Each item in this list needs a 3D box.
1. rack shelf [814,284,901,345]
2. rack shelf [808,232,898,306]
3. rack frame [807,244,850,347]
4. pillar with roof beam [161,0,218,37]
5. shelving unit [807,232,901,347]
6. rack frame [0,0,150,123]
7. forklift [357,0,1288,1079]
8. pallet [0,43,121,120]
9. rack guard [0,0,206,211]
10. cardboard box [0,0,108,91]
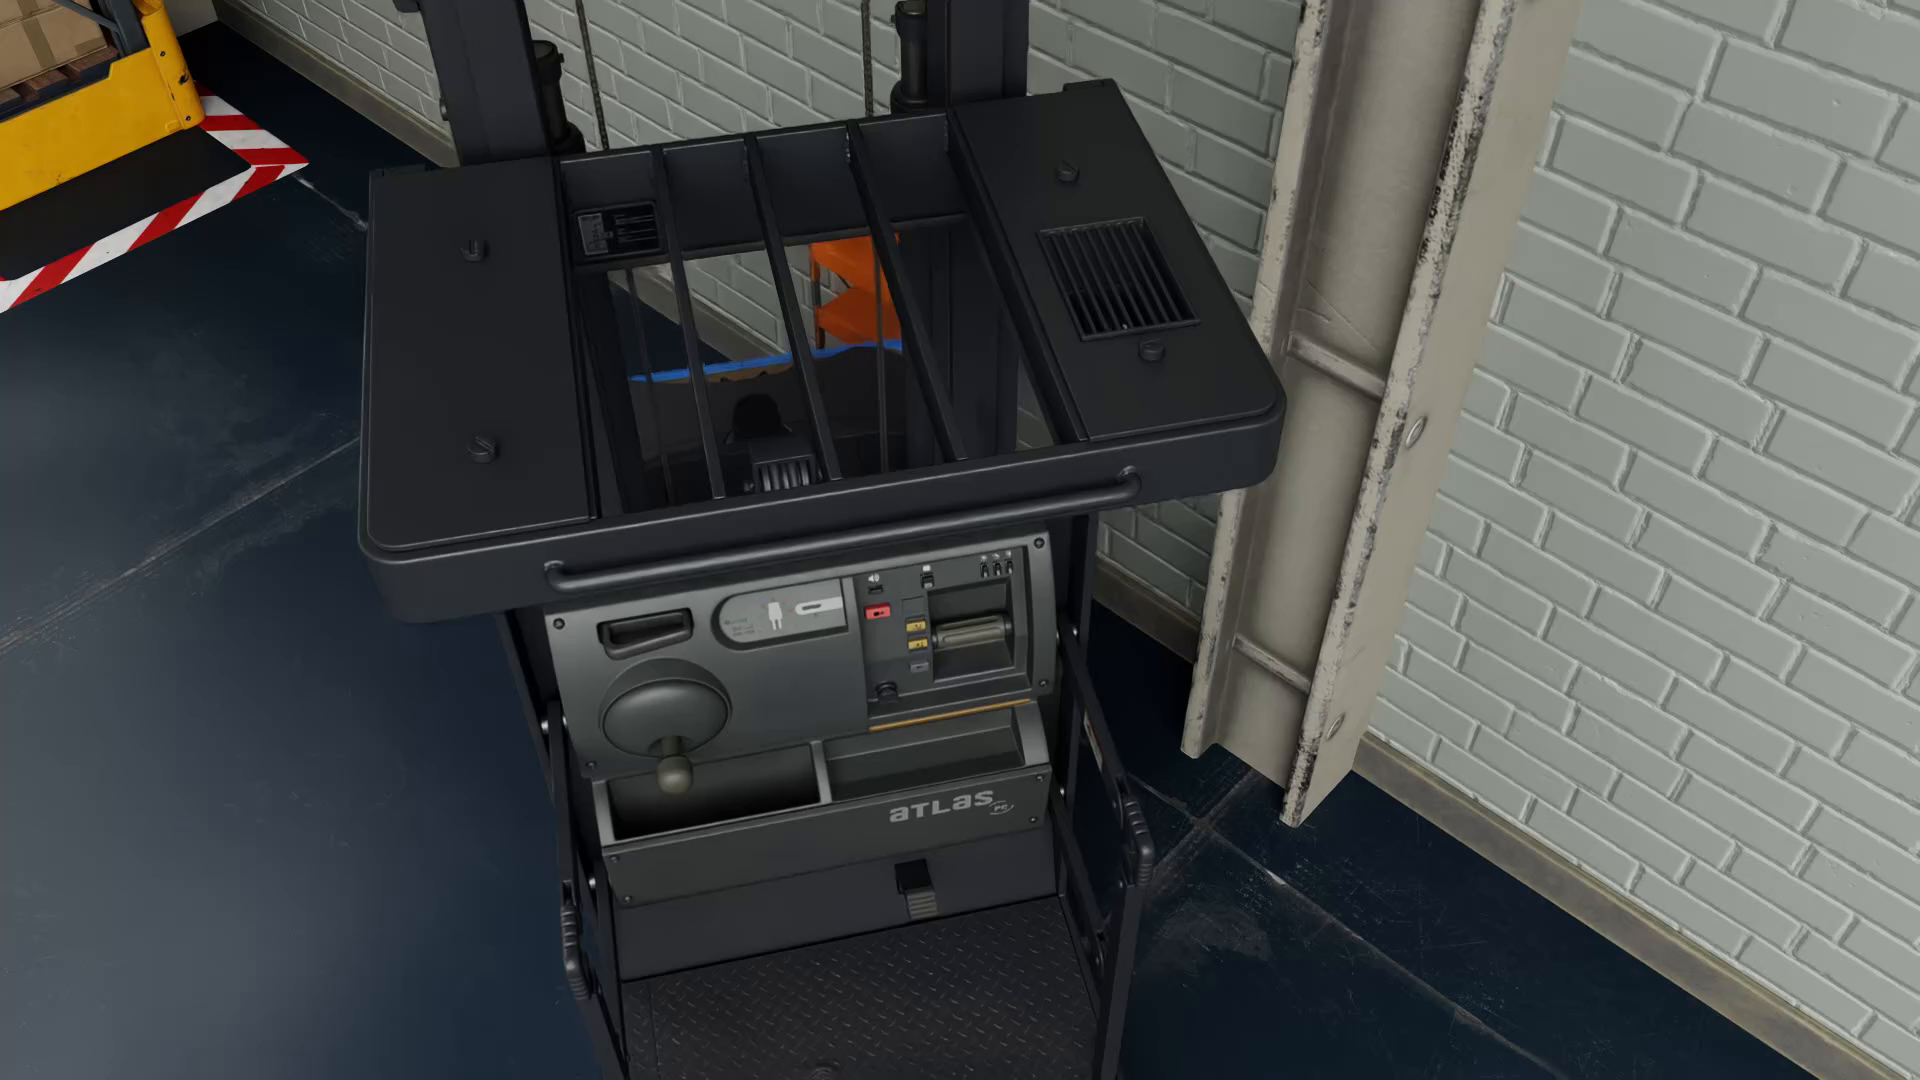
[{"bbox_3d":[-0.156,-0.571,4.748,0.480,0.148,0.258,33,55,27],"label":"rack shelf"},{"bbox_3d":[-0.156,-0.733,4.576,0.480,0.148,0.258,33,55,27],"label":"rack shelf"},{"bbox_3d":[-0.337,-0.583,4.975,0.015,1.200,0.240,33,55,27],"label":"rack frame"},{"bbox_3d":[-6.461,-3.136,2.022,0.400,9.000,9.100,34,55,28],"label":"pillar with roof beam"},{"bbox_3d":[-0.156,-0.464,4.863,0.503,1.200,0.258,33,55,27],"label":"shelving unit"},{"bbox_3d":[-3.641,-2.562,5.598,0.127,3.000,1.000,34,55,28],"label":"rack frame"},{"bbox_3d":[-0.228,0.317,2.942,1.130,2.935,3.031,-9,48,-9],"label":"forklift"},{"bbox_3d":[-4.232,-1.963,6.948,1.213,0.211,1.003,34,55,28],"label":"pallet"},{"bbox_3d":[-3.623,-1.694,6.498,0.348,0.500,1.175,34,55,28],"label":"rack guard"},{"bbox_3d":[-3.869,-2.112,6.773,0.500,0.250,0.500,34,56,28],"label":"cardboard box"}]
